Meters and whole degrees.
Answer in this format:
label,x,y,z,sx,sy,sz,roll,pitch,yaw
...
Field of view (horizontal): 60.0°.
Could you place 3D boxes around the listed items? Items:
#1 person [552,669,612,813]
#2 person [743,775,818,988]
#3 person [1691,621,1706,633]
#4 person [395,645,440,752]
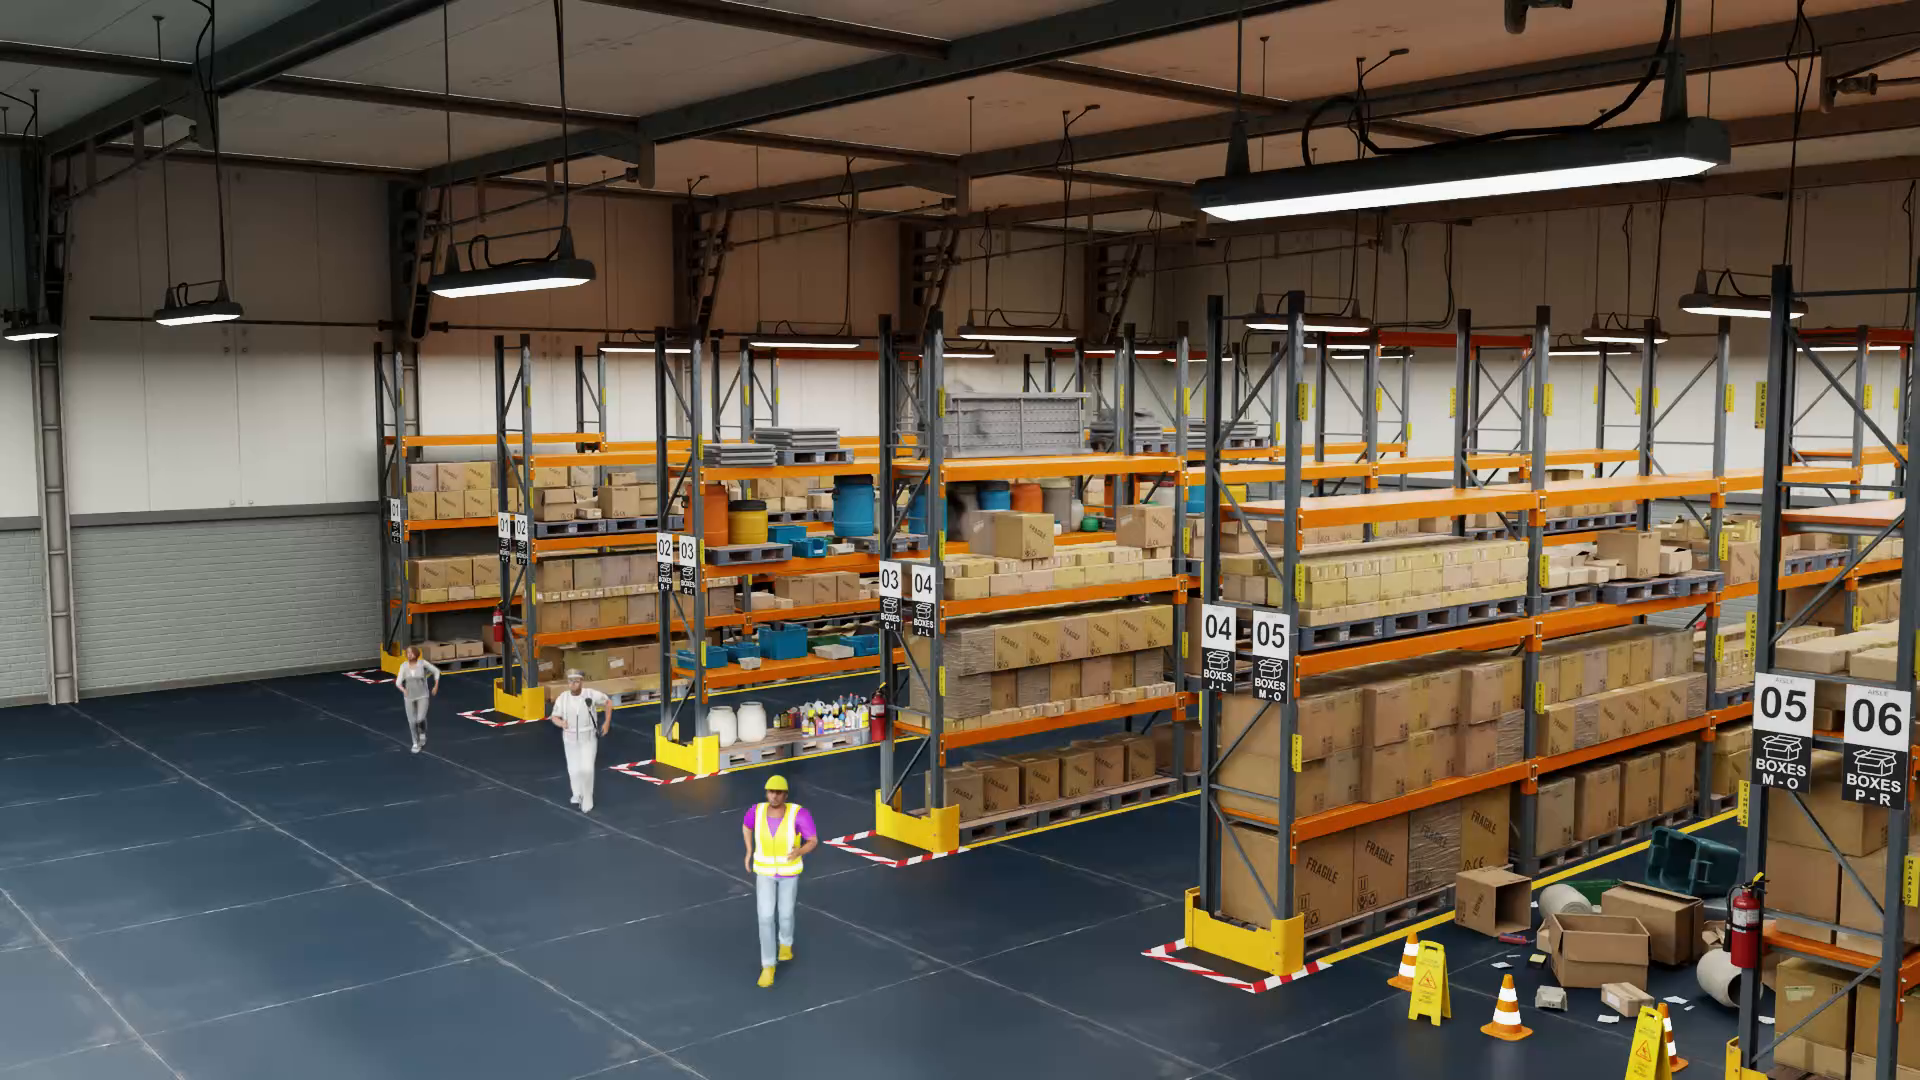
label,x,y,z,sx,sy,sz,roll,pitch,yaw
person,-4.627,2.437,20.301,0.676,1.779,0.853,0,5,-1
person,-1.588,2.957,14.673,0.680,1.822,0.788,0,5,-3
person,10.868,2.068,24.477,0.519,1.742,0.669,-4,6,-35
person,-7.660,2.252,23.469,0.565,1.554,0.689,-1,5,-7
